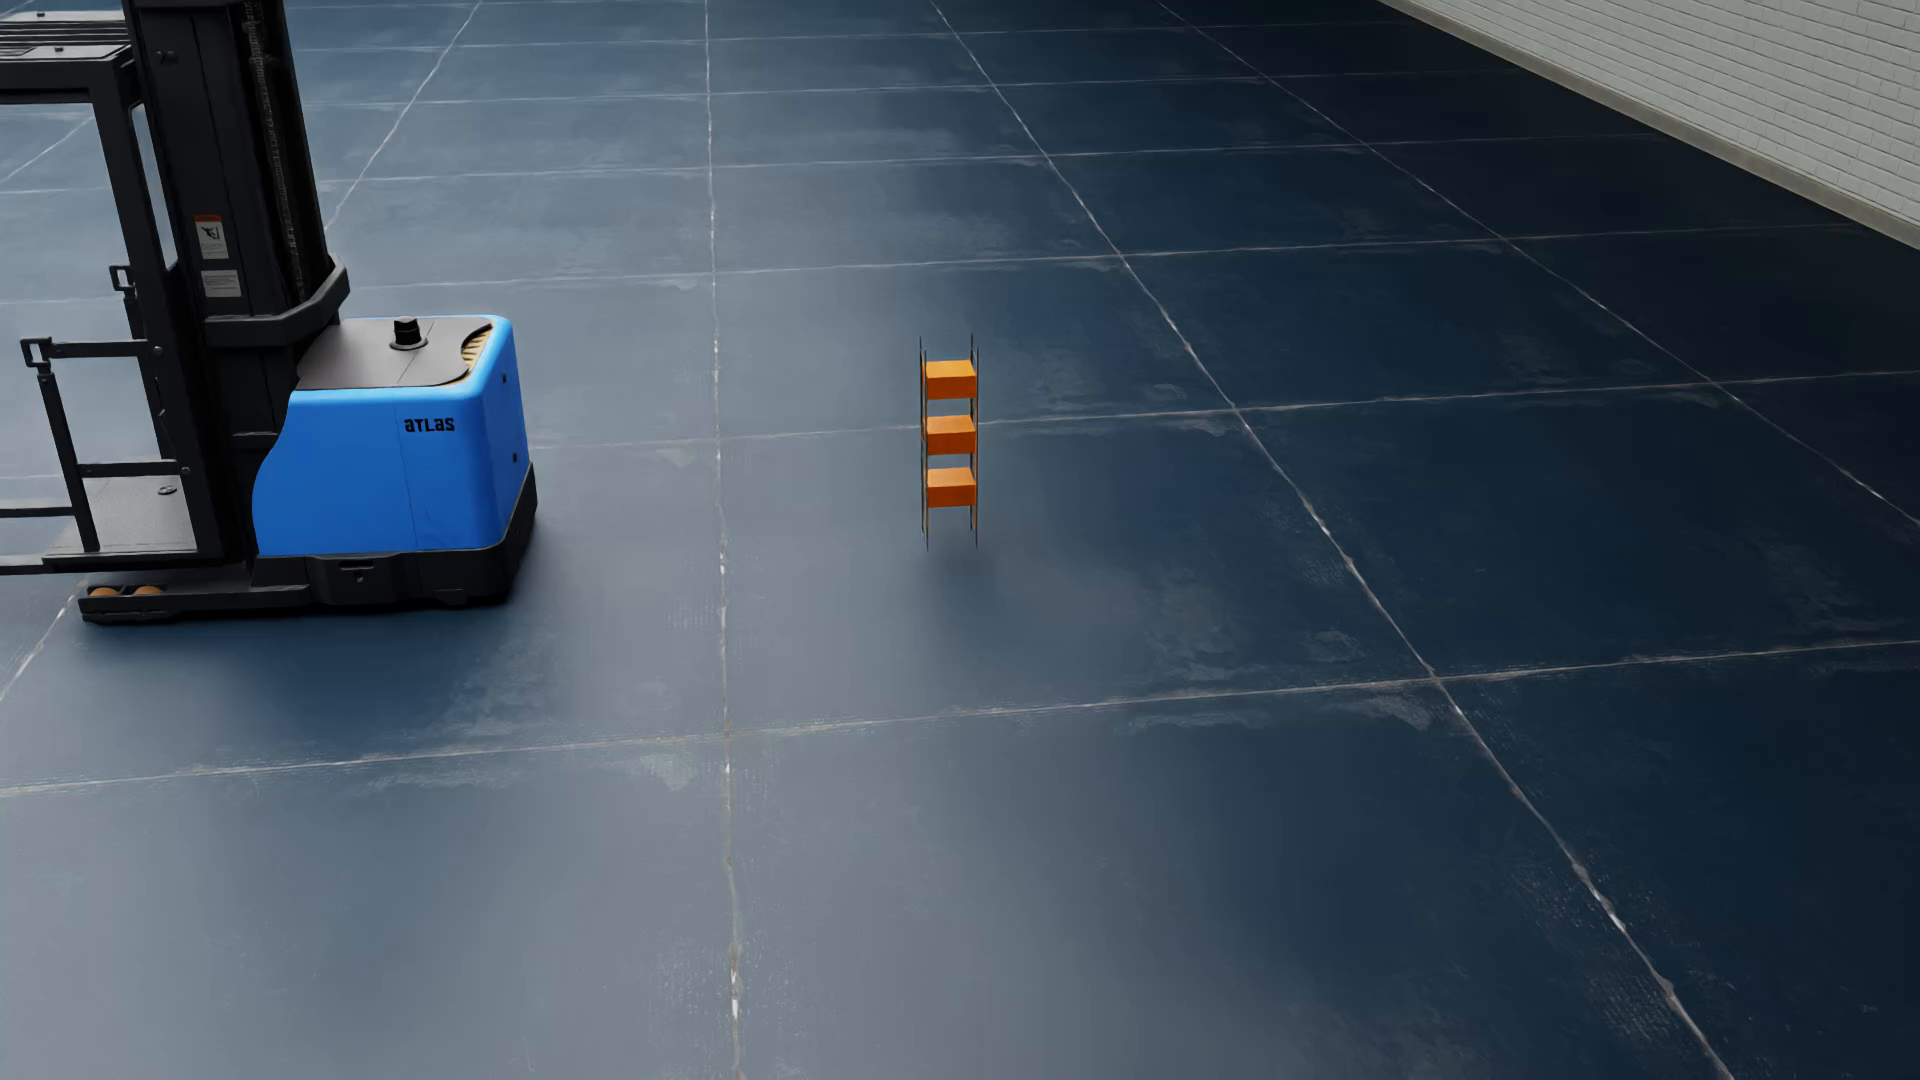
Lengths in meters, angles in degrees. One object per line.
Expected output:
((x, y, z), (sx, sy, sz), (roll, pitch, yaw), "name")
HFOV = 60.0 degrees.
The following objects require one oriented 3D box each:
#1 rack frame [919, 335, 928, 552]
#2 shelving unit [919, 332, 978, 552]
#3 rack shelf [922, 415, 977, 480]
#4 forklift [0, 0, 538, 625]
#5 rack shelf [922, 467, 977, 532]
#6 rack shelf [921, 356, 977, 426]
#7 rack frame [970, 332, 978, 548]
((-0.174, -0.456, 7.989), (0.008, 1.050, 0.200), (-4, 27, -7), "rack frame")
((-0.053, -0.464, 8.004), (0.252, 1.050, 0.215), (-4, 27, -7), "shelving unit")
((-0.053, -0.454, 8.009), (0.240, 0.259, 0.215), (-4, 27, -7), "rack shelf")
((-3.619, -1.171, 7.321), (3.031, 2.935, 1.130), (-2, 27, -4), "forklift")
((-0.053, -0.207, 8.135), (0.240, 0.259, 0.215), (-4, 27, -7), "rack shelf")
((-0.053, -0.707, 7.879), (0.240, 0.259, 0.215), (-4, 27, -7), "rack shelf")
((0.068, -0.471, 8.019), (0.008, 1.050, 0.200), (-4, 27, -7), "rack frame")
